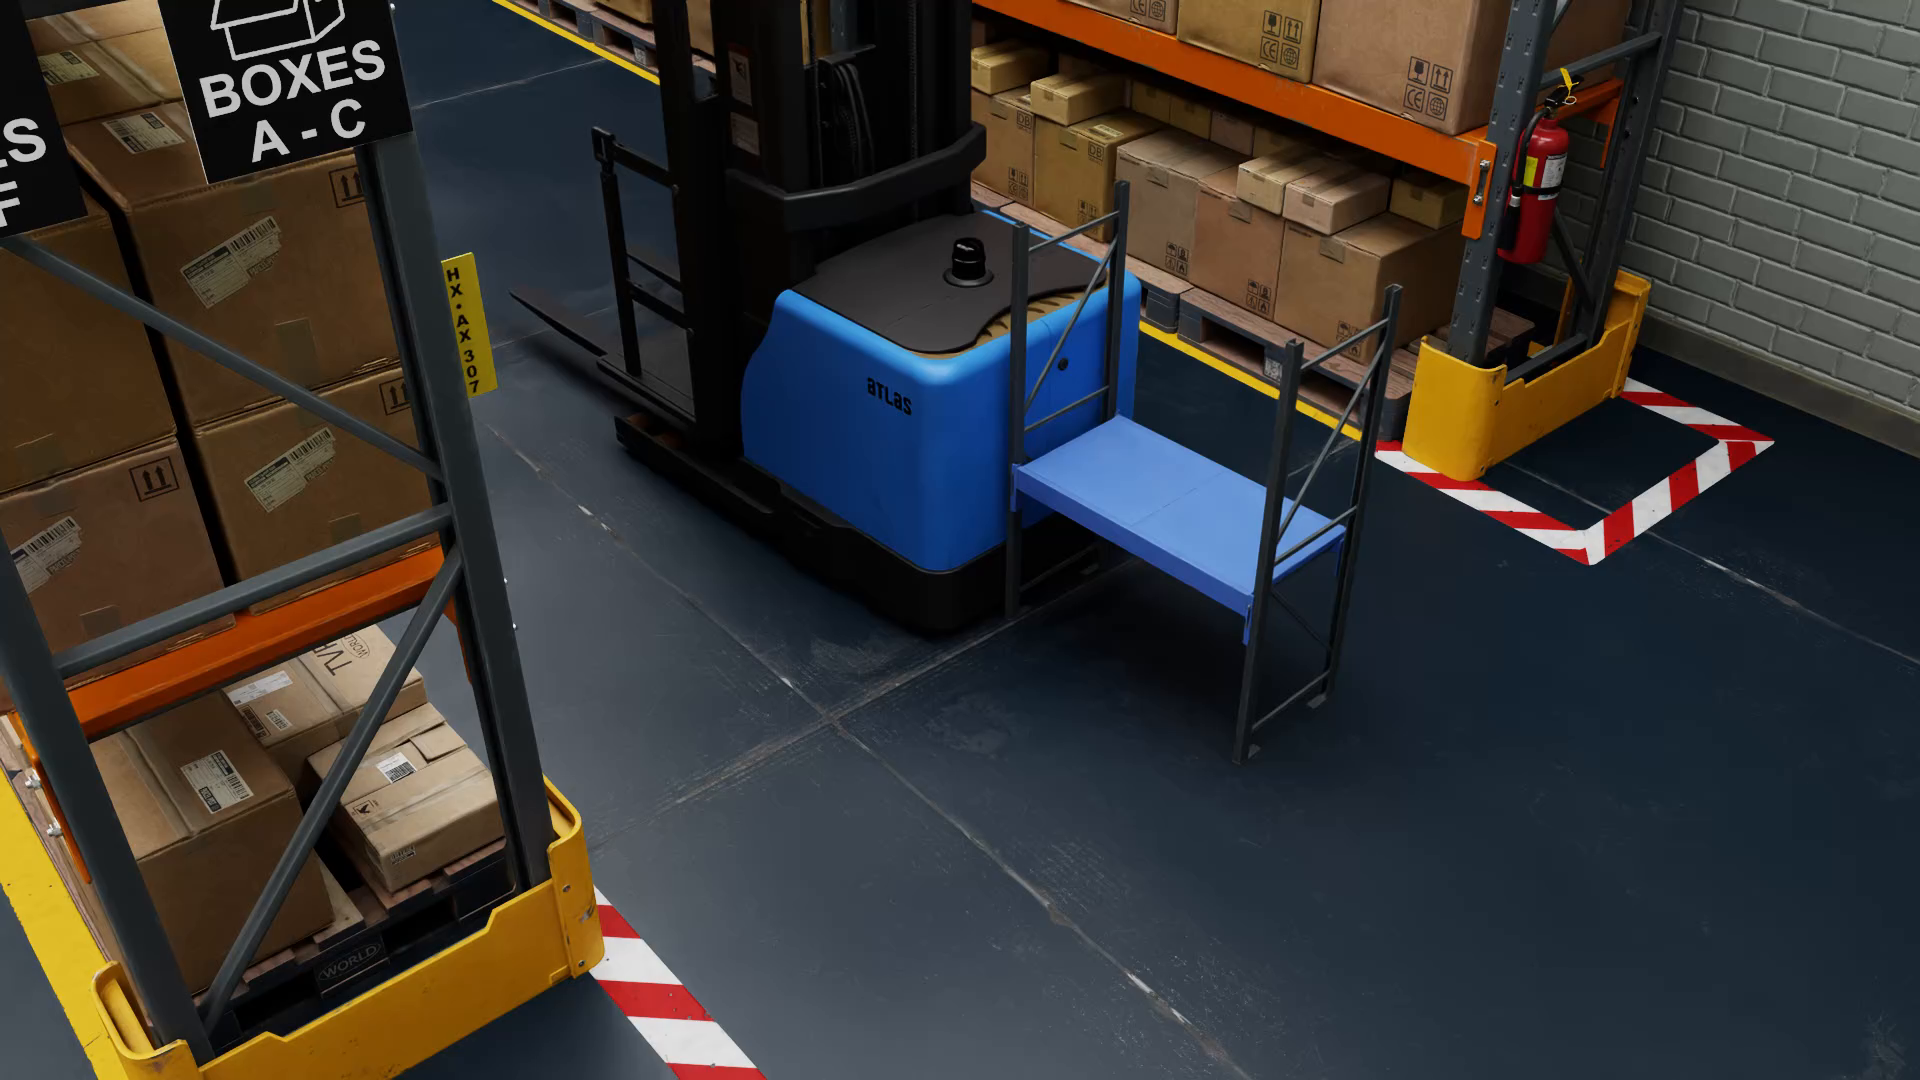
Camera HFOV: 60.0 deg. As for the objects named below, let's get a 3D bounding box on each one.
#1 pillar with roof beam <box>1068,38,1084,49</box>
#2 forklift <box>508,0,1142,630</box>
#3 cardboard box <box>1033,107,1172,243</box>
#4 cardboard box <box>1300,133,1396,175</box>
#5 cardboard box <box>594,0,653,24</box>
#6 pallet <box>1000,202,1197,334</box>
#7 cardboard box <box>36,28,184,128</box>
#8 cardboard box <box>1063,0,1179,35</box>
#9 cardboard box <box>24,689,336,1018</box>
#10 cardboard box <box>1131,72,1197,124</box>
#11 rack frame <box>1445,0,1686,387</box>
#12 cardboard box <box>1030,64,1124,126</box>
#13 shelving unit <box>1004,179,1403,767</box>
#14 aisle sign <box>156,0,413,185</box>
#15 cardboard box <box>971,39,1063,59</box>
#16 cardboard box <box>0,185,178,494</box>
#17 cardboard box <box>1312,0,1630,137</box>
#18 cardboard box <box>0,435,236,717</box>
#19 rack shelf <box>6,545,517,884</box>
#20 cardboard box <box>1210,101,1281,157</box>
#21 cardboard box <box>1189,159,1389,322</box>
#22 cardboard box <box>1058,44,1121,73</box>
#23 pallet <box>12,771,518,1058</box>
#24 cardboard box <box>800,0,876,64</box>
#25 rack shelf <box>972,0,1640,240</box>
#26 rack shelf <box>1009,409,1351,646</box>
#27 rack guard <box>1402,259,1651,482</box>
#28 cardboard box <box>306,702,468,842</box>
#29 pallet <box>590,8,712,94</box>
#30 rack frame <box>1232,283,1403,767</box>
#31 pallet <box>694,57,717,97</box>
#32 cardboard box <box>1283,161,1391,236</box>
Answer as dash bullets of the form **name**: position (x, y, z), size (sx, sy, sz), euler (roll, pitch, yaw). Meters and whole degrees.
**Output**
- **pillar with roof beam**: position (-2.446, -4.365, 4.628), size (9.100, 9.000, 0.400), euler (-26, 43, -32)
- **forklift**: position (-0.743, -1.645, 6.037), size (1.130, 2.935, 3.031), euler (-29, 44, -34)
- **cardboard box**: position (0.786, -1.841, 8.054), size (0.700, 0.500, 0.500), euler (-25, 42, -31)
- **cardboard box**: position (1.689, -1.674, 7.256), size (0.380, 0.149, 0.250), euler (-26, 43, -32)
- **cardboard box**: position (-1.916, -3.806, 10.526), size (0.750, 0.750, 0.750), euler (-26, 43, -32)
- **pallet**: position (0.953, -1.467, 8.139), size (1.003, 0.211, 1.213), euler (-26, 43, -32)
- **cardboard box**: position (-1.898, -0.865, 3.924), size (0.500, 0.500, 0.500), euler (-26, 43, -31)
- **cardboard box**: position (1.012, -2.744, 7.270), size (0.980, 0.700, 0.700), euler (-28, 44, -34)
- **cardboard box**: position (-2.009, 0.799, 4.309), size (0.500, 0.500, 0.500), euler (-26, 43, -32)
- **cardboard box**: position (1.034, -2.121, 7.888), size (0.380, 0.149, 0.250), euler (-27, 43, -33)
- **rack frame**: position (2.312, -1.743, 6.116), size (1.000, 3.000, 0.127), euler (-26, 43, -32)
- **cardboard box**: position (0.553, -2.107, 7.868), size (0.380, 0.149, 0.250), euler (-27, 44, -33)
- **shelving unit**: position (0.699, -0.216, 5.257), size (0.538, 1.500, 1.048), euler (-29, 44, -34)
- **aisle sign**: position (-1.202, -1.034, 2.865), size (0.394, 0.787, 0.004), euler (-26, 43, -32)
- **cardboard box**: position (0.135, -2.292, 8.690), size (0.700, 0.500, 0.500), euler (-25, 43, -31)
- **cardboard box**: position (-1.967, -0.437, 3.319), size (0.500, 0.500, 0.500), euler (-26, 43, -32)
- **cardboard box**: position (1.975, -2.087, 6.342), size (0.980, 0.700, 0.700), euler (-24, 42, -30)
- **cardboard box**: position (-1.967, -0.031, 3.612), size (0.500, 0.500, 0.500), euler (-25, 42, -30)
- **rack shelf**: position (-2.761, -0.483, 4.959), size (1.077, 0.370, 4.000), euler (-26, 43, -32)
- **cardboard box**: position (1.364, -1.896, 7.570), size (0.380, 0.149, 0.250), euler (-25, 42, -31)
- **cardboard box**: position (1.461, -1.387, 7.412), size (0.700, 0.500, 0.500), euler (-26, 43, -32)
- **cardboard box**: position (0.705, -2.347, 8.206), size (0.380, 0.149, 0.250), euler (-28, 44, -33)
- **pallet**: position (-2.034, 0.859, 4.855), size (1.003, 0.211, 1.213), euler (-26, 43, -32)
- **cardboard box**: position (-0.788, -3.042, 9.446), size (0.750, 0.750, 0.750), euler (-25, 43, -31)
- **rack shelf**: position (1.021, -2.332, 7.571), size (1.077, 0.370, 4.000), euler (-26, 43, -32)
- **rack shelf**: position (0.699, -0.069, 5.361), size (0.538, 0.185, 1.000), euler (-29, 44, -34)
- **rack guard**: position (2.327, -0.712, 6.823), size (1.175, 0.500, 0.348), euler (-26, 43, -32)
- **cardboard box**: position (-1.639, 0.659, 4.794), size (0.380, 0.166, 0.250), euler (-26, 43, -32)
- **pallet**: position (-1.617, -3.223, 10.618), size (1.003, 0.211, 1.213), euler (-26, 43, -32)
- **rack frame**: position (1.051, -0.003, 4.957), size (0.500, 1.500, 0.032), euler (-29, 44, -34)
- **pallet**: position (-0.825, -2.684, 9.857), size (1.003, 0.211, 1.213), euler (-26, 43, -32)
- **cardboard box**: position (1.561, -1.420, 6.897), size (0.380, 0.149, 0.250), euler (-27, 43, -32)
